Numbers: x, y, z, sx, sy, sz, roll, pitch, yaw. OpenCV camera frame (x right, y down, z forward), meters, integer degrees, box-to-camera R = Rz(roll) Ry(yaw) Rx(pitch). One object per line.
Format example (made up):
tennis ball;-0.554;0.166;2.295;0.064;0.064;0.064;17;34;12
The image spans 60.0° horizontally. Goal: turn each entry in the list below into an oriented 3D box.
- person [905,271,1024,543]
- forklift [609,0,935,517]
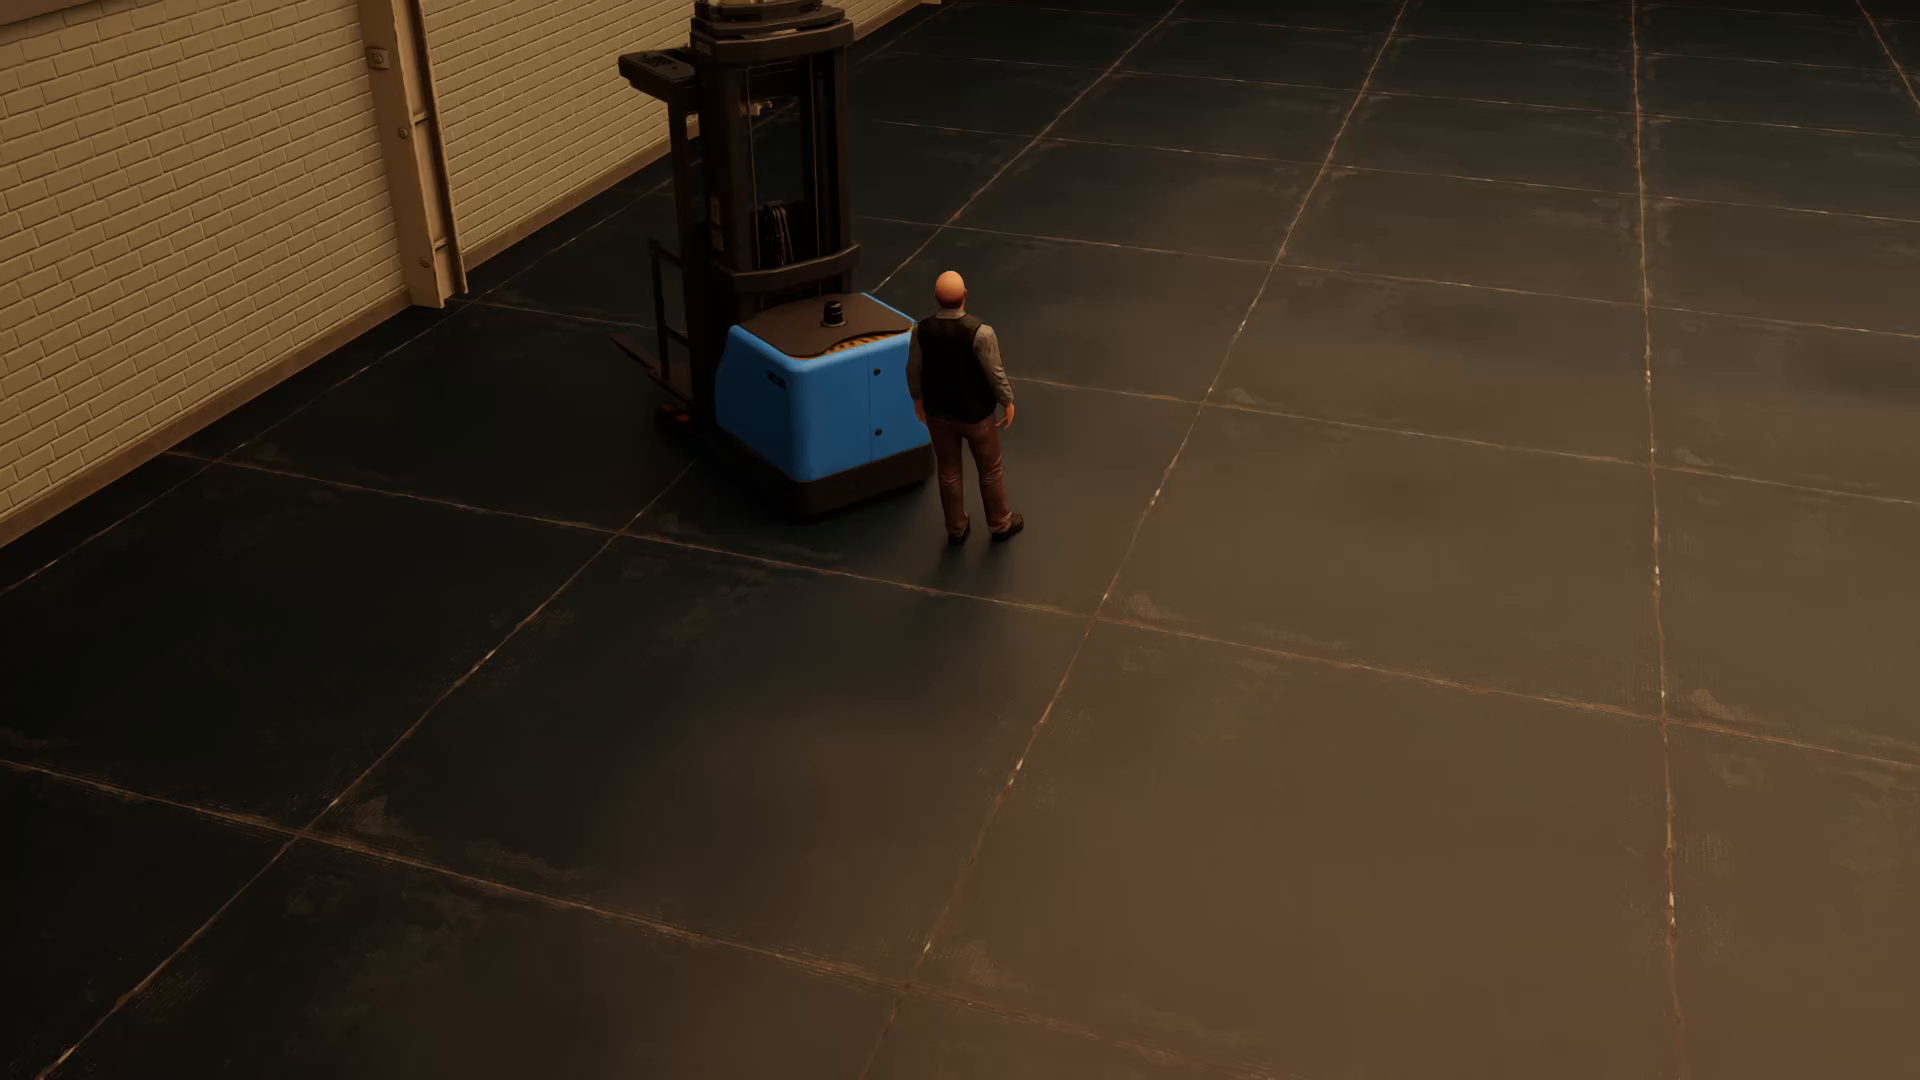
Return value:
person;0.028;-0.782;9.715;0.632;1.720;0.568;10;31;16
forklift;-1.437;-2.092;10.806;1.130;2.935;3.031;-20;35;-31
